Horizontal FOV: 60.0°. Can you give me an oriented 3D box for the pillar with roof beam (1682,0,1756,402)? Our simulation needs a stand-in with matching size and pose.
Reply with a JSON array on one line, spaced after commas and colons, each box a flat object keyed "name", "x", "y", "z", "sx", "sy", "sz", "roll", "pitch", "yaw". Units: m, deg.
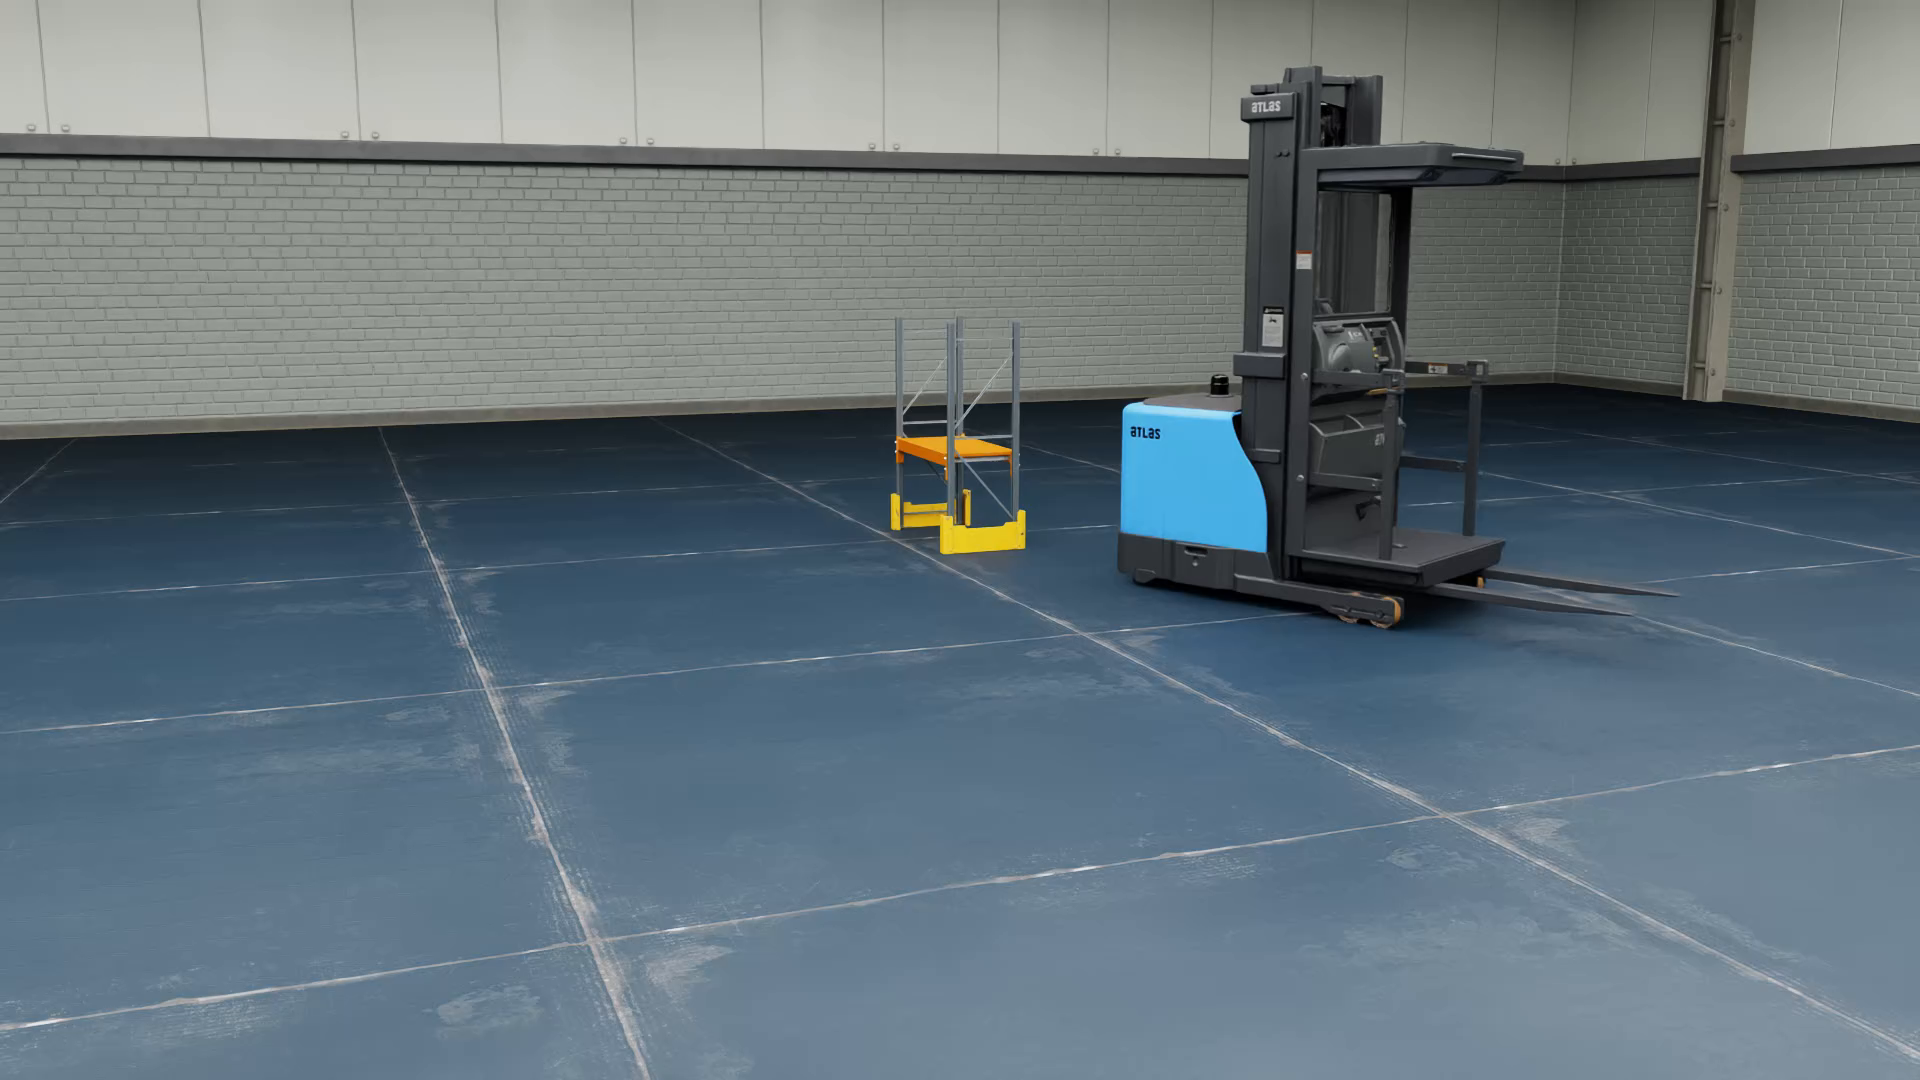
[{"name": "pillar with roof beam", "x": 5.649, "y": -5.973, "z": 19.302, "sx": 9.100, "sy": 9.000, "sz": 0.400, "roll": -4, "pitch": 11, "yaw": -21}]

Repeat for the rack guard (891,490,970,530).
[{"name": "rack guard", "x": -0.208, "y": -0.217, "z": 11.925, "sx": 0.587, "sy": 0.250, "sz": 0.087, "roll": -4, "pitch": 11, "yaw": -21}]

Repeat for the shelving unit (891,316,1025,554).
[{"name": "shelving unit", "x": -0.028, "y": -0.751, "z": 11.359, "sx": 0.587, "sy": 1.500, "sz": 1.083, "roll": -4, "pitch": 11, "yaw": -21}]

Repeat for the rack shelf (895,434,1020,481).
[{"name": "rack shelf", "x": -0.031, "y": -0.575, "z": 11.399, "sx": 0.538, "sy": 0.185, "sz": 1.000, "roll": -4, "pitch": 11, "yaw": -21}]

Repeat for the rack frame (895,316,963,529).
[{"name": "rack frame", "x": -0.215, "y": -0.835, "z": 11.834, "sx": 0.500, "sy": 1.500, "sz": 0.032, "roll": -4, "pitch": 11, "yaw": -21}]

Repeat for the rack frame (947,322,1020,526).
[{"name": "rack frame", "x": 0.153, "y": -0.669, "z": 10.901, "sx": 0.500, "sy": 1.500, "sz": 0.032, "roll": -4, "pitch": 11, "yaw": -21}]

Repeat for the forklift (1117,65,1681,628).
[{"name": "forklift", "x": 2.377, "y": -1.080, "z": 9.120, "sx": 3.031, "sy": 2.935, "sz": 1.130, "roll": 9, "pitch": 13, "yaw": 41}]

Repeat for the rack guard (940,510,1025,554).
[{"name": "rack guard", "x": 0.153, "y": -0.054, "z": 11.011, "sx": 0.587, "sy": 0.250, "sz": 0.087, "roll": -4, "pitch": 11, "yaw": -21}]
